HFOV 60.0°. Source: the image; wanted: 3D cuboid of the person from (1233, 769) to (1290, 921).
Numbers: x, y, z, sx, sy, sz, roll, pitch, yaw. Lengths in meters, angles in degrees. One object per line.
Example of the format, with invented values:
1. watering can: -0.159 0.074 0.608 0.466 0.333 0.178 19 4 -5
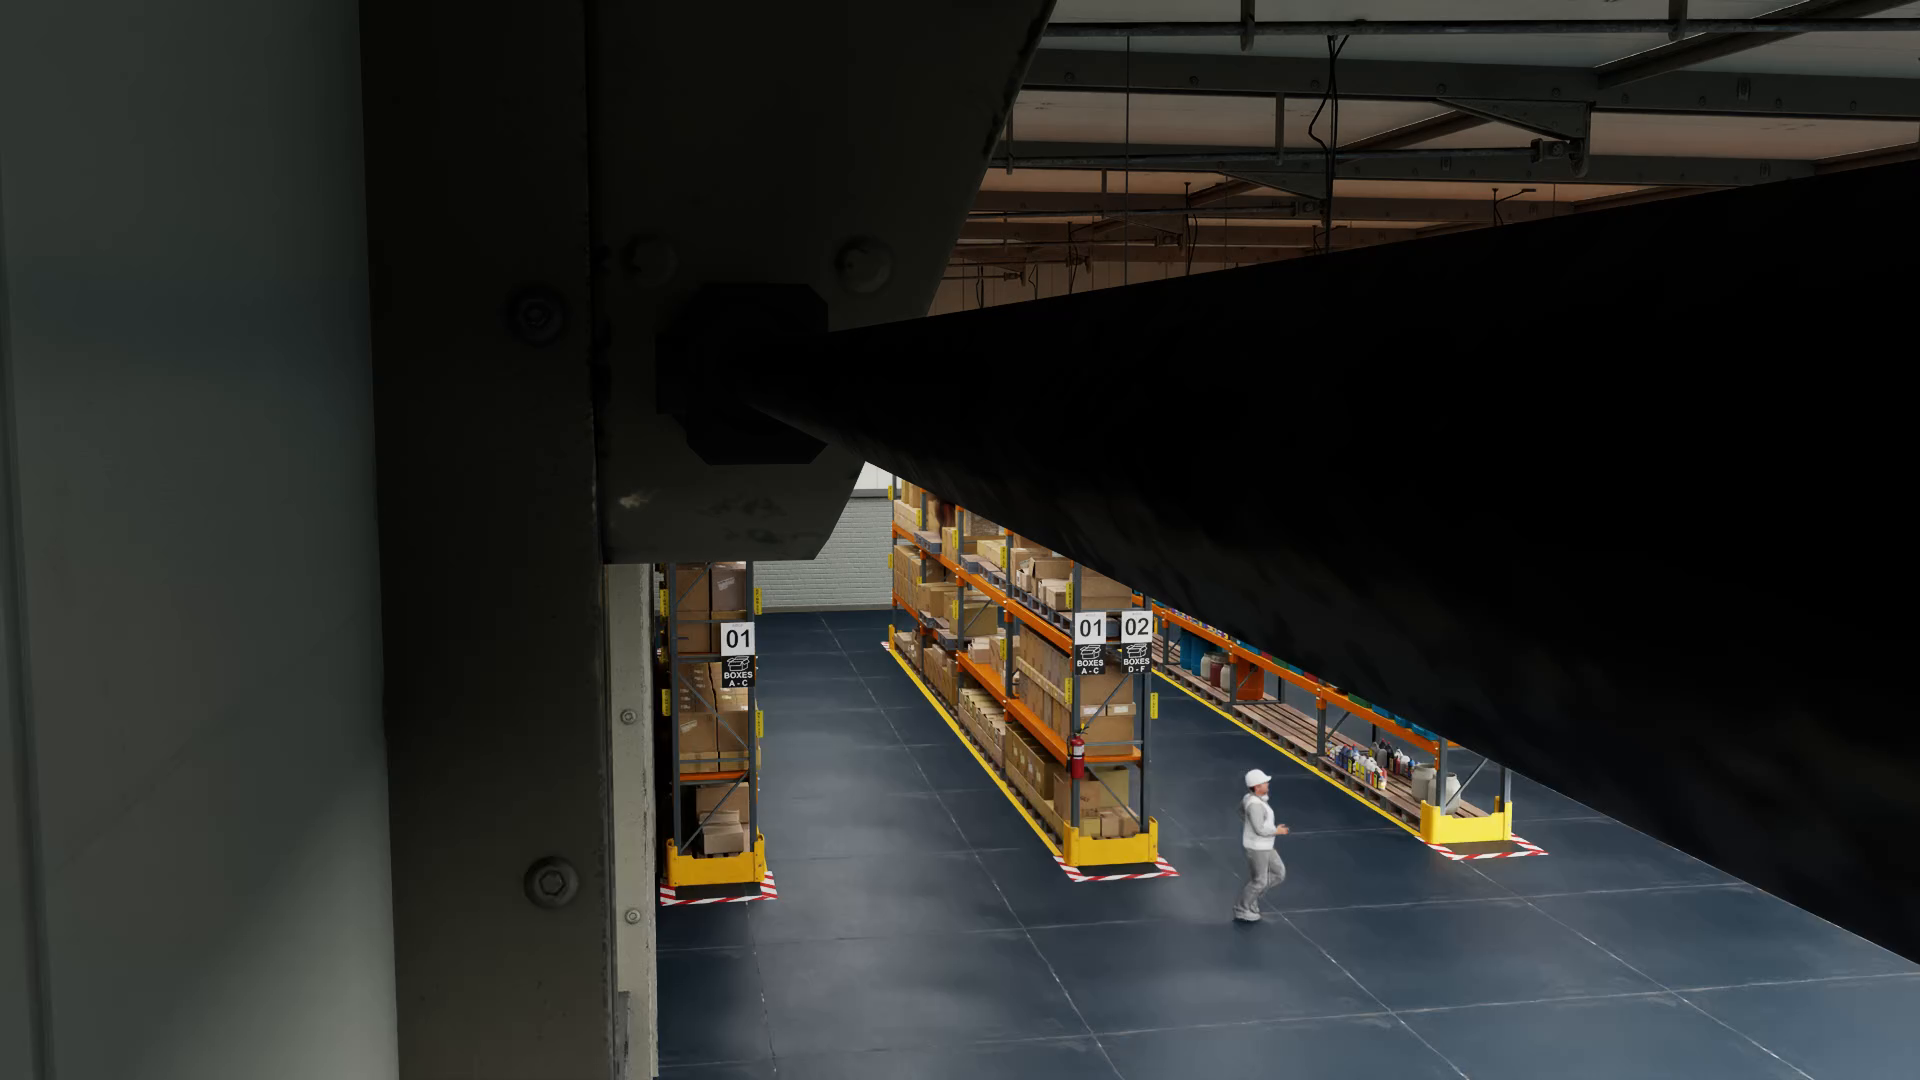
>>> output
1. person: 3.401 3.433 18.737 0.624 1.731 0.631 1 6 12
